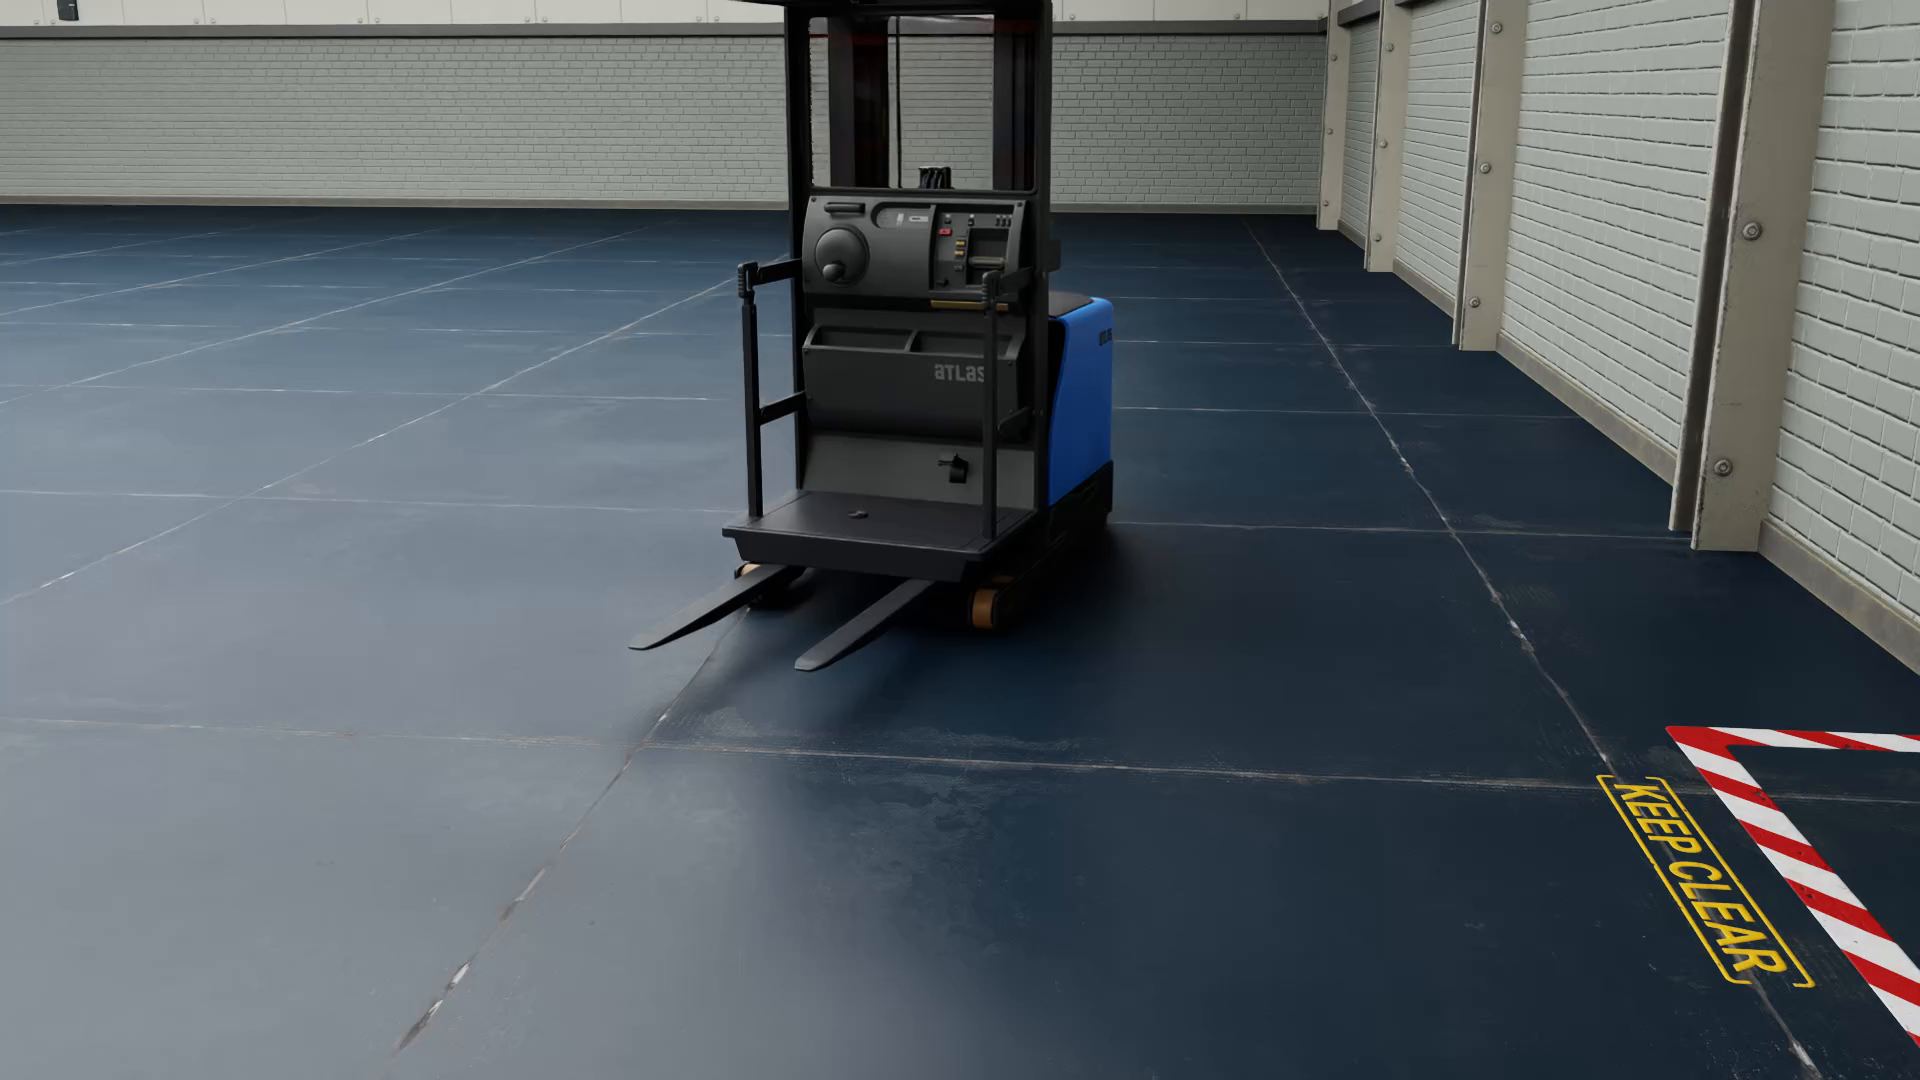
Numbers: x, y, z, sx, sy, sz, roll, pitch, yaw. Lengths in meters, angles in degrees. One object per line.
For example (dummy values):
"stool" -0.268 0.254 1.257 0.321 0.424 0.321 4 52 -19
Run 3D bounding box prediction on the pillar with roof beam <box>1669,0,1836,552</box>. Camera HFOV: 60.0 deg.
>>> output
"pillar with roof beam" -0.790 -4.474 6.968 9.100 9.000 0.400 2 15 6

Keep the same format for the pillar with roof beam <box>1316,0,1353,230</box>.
"pillar with roof beam" 1.241 -9.142 24.233 9.100 9.000 0.400 2 15 6

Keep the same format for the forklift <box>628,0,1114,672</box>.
"forklift" -0.261 -1.186 6.433 1.130 2.935 3.031 5 16 20

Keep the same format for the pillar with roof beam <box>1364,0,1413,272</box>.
"pillar with roof beam" 0.564 -7.586 18.478 9.100 9.000 0.400 2 15 6

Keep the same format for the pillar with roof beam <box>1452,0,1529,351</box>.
"pillar with roof beam" -0.113 -6.030 12.723 9.100 9.000 0.400 2 15 6

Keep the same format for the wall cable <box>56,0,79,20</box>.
"wall cable" -14.703 -12.027 28.384 2.305 6.003 0.169 2 15 6
